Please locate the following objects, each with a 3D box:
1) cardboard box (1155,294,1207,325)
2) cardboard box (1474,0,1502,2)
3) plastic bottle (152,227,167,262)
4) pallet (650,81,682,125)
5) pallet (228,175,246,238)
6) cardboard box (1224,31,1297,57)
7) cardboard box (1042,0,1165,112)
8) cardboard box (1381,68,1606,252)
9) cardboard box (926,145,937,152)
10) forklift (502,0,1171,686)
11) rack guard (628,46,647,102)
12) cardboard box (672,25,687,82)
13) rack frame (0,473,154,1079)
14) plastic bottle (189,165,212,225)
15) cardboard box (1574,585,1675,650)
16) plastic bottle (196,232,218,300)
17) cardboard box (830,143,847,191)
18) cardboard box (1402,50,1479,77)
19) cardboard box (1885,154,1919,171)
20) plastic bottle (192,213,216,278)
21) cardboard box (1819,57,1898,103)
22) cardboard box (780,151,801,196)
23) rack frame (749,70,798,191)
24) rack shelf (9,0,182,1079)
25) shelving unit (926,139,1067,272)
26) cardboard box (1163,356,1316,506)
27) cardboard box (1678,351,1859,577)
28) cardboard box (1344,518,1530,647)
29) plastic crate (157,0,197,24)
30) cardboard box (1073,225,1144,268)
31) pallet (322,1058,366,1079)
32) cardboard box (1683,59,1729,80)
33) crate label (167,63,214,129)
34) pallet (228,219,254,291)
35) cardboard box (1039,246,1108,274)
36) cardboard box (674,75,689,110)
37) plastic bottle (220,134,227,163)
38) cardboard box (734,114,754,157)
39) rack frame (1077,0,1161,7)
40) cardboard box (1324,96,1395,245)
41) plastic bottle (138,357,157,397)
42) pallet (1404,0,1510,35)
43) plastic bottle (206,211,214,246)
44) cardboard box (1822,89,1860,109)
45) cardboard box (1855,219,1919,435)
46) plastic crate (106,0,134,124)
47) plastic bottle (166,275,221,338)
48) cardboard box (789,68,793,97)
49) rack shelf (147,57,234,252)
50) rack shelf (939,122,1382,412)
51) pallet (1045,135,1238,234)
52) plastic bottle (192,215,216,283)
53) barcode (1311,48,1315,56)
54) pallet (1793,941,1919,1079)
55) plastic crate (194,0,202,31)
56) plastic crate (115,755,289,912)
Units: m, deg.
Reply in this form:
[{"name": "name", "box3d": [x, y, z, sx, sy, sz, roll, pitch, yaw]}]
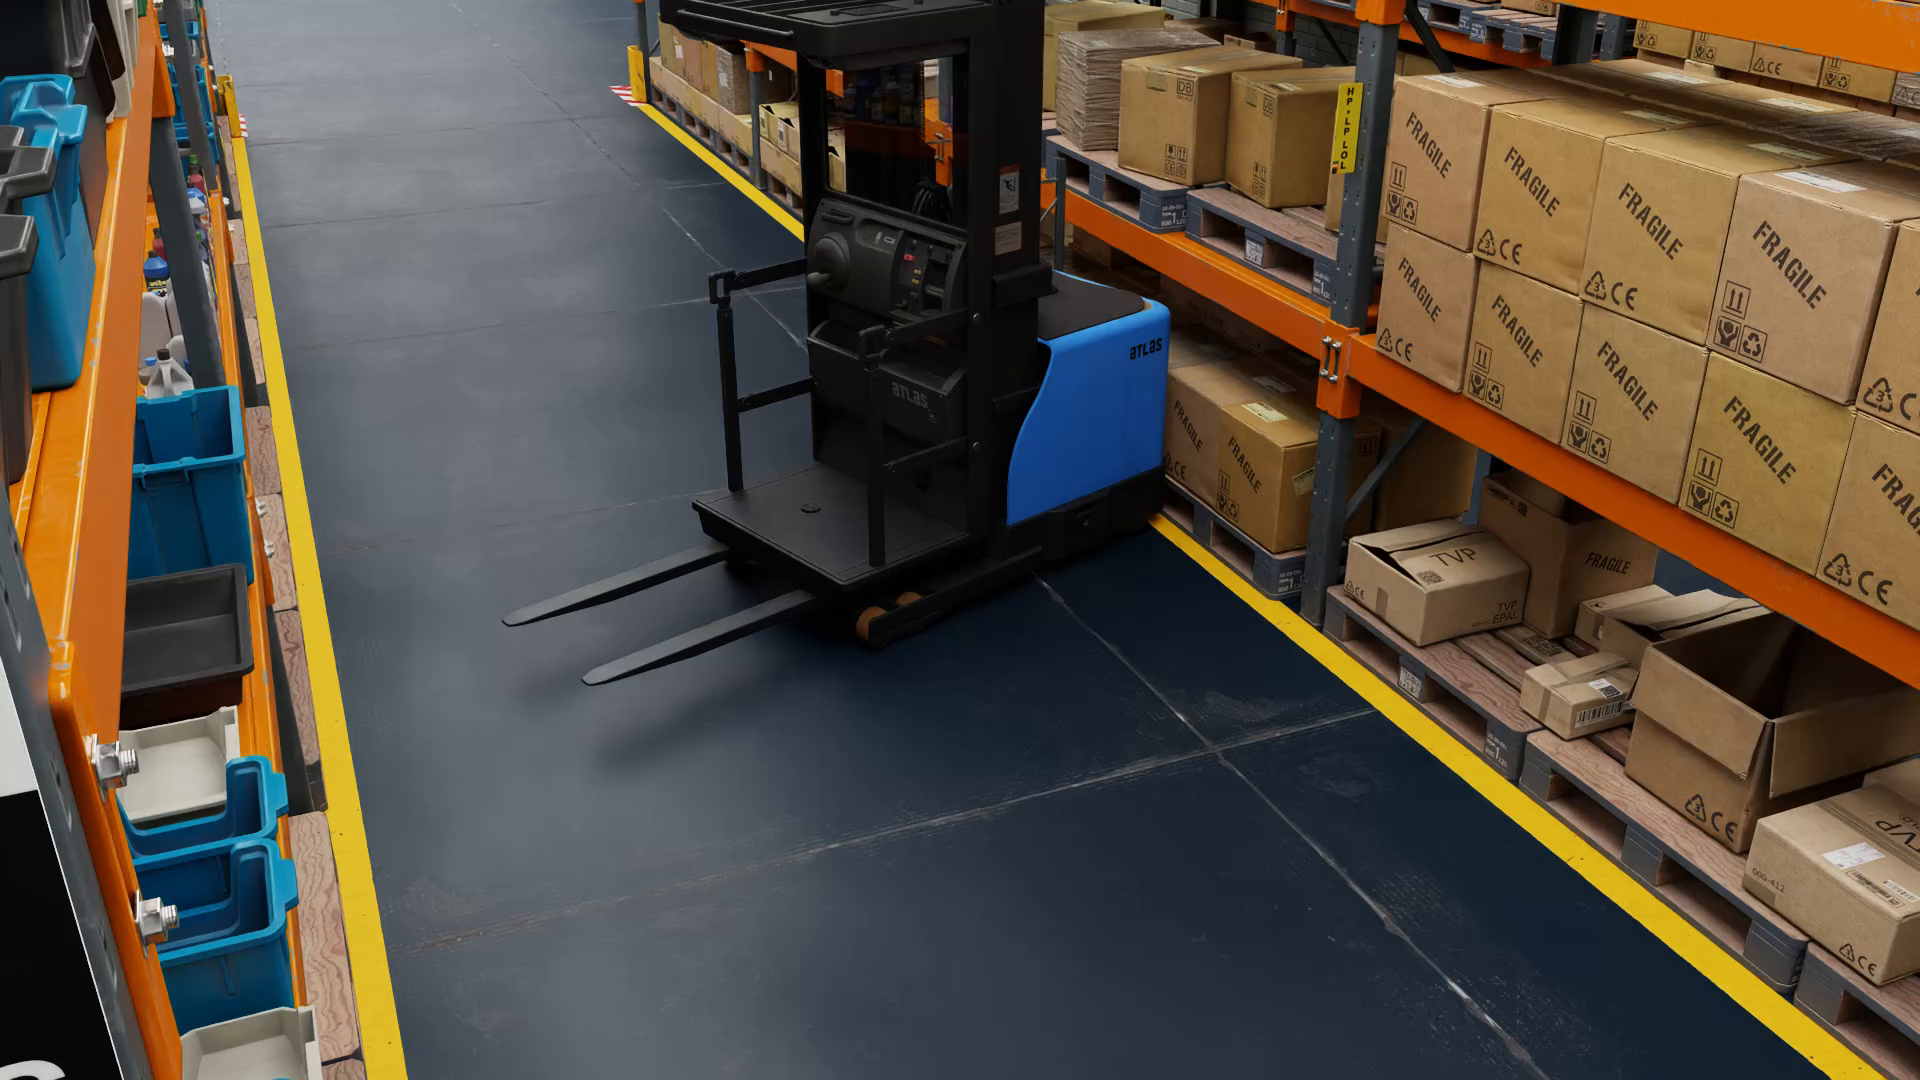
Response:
[{"name": "cardboard box", "box3d": [1.358, -1.017, 8.761, 0.500, 0.500, 0.500, -12, 28, -23]}, {"name": "cardboard box", "box3d": [4.217, -4.482, 12.895, 0.700, 0.500, 0.500, -11, 28, -21]}, {"name": "plastic bottle", "box3d": [-3.259, -1.146, 6.812, 0.061, 0.283, 0.133, -11, 28, -21]}, {"name": "pallet", "box3d": [-2.433, -4.374, 16.468, 1.003, 0.211, 1.213, -11, 28, -21]}, {"name": "pallet", "box3d": [-5.988, -2.490, 12.609, 1.003, 0.211, 1.213, -11, 28, -21]}, {"name": "cardboard box", "box3d": [2.909, -4.653, 16.209, 0.500, 0.500, 0.500, -13, 29, -24]}, {"name": "cardboard box", "box3d": [0.712, -2.698, 9.264, 0.700, 0.500, 0.500, -22, 34, -37]}, {"name": "cardboard box", "box3d": [1.854, -1.340, 5.822, 0.500, 0.500, 0.500, -10, 28, -19]}, {"name": "cardboard box", "box3d": [-0.186, -2.791, 12.063, 0.500, 0.311, 0.500, -11, 28, -21]}, {"name": "forklift", "box3d": [-0.468, -1.133, 6.729, 3.031, 2.935, 1.130, -22, 33, -37]}, {"name": "rack guard", "box3d": [-2.780, -4.815, 17.042, 1.175, 0.500, 0.348, -11, 28, -21]}, {"name": "cardboard box", "box3d": [-2.360, -4.563, 15.477, 0.500, 0.500, 0.500, -11, 28, -21]}, {"name": "rack frame", "box3d": [-1.067, 1.381, 1.504, 0.949, 2.616, 0.053, -11, 28, -21]}, {"name": "plastic bottle", "box3d": [-3.556, -1.614, 7.770, 0.061, 0.283, 0.133, -11, 28, -21]}, {"name": "cardboard box", "box3d": [2.615, 0.321, 6.421, 0.380, 0.149, 0.250, -11, 28, -21]}, {"name": "plastic bottle", "box3d": [-3.074, -1.117, 6.752, 0.061, 0.283, 0.133, -11, 28, -21]}, {"name": "cardboard box", "box3d": [-0.669, -2.689, 11.855, 0.500, 0.311, 0.500, -10, 28, -19]}, {"name": "cardboard box", "box3d": [4.039, -3.897, 13.806, 0.500, 0.250, 0.500, -11, 28, -22]}, {"name": "cardboard box", "box3d": [2.961, -0.806, 4.728, 0.500, 0.500, 0.500, -11, 28, -21]}, {"name": "plastic bottle", "box3d": [-3.199, -1.246, 7.016, 0.061, 0.283, 0.133, -11, 28, -21]}, {"name": "cardboard box", "box3d": [5.474, -2.877, 9.748, 0.500, 0.500, 0.500, -10, 28, -19]}, {"name": "cardboard box", "box3d": [-1.075, -2.855, 12.834, 0.500, 0.250, 0.500, -10, 28, -19]}, {"name": "rack frame", "box3d": [-1.204, -4.314, 13.167, 1.000, 3.000, 0.127, -11, 28, -21]}, {"name": "rack shelf", "box3d": [-1.847, -0.452, 2.658, 1.077, 0.370, 4.000, -11, 28, -21]}, {"name": "shelving unit", "box3d": [0.091, -1.360, 8.826, 0.587, 1.500, 1.083, -11, 28, -21]}, {"name": "cardboard box", "box3d": [1.286, -0.510, 7.723, 0.500, 0.500, 0.500, -10, 28, -20]}, {"name": "cardboard box", "box3d": [2.475, -0.263, 4.756, 0.500, 0.500, 0.500, -11, 28, -21]}, {"name": "cardboard box", "box3d": [1.894, 0.133, 6.622, 0.500, 0.311, 0.500, -11, 28, -21]}, {"name": "plastic crate", "box3d": [-5.292, -3.350, 11.120, 0.402, 0.464, 0.583, -11, 28, -21]}, {"name": "cardboard box", "box3d": [0.970, -1.751, 9.411, 0.500, 0.250, 0.500, -9, 28, -19]}, {"name": "pallet", "box3d": [-1.825, 1.802, 3.819, 1.003, 0.211, 1.213, -11, 28, -21]}, {"name": "cardboard box", "box3d": [4.951, -3.050, 10.842, 0.380, 0.149, 0.250, -10, 28, -19]}, {"name": "crate label", "box3d": [-4.337, -2.313, 9.028, 0.502, 0.435, 0.616, -11, 28, -21]}, {"name": "pallet", "box3d": [-5.420, -1.901, 11.403, 1.003, 0.211, 1.213, -11, 28, -21]}, {"name": "cardboard box", "box3d": [0.488, -1.330, 9.404, 0.500, 0.500, 0.500, -12, 28, -22]}, {"name": "cardboard box", "box3d": [-2.371, -4.224, 15.638, 0.500, 0.250, 0.500, -11, 28, -21]}, {"name": "plastic bottle", "box3d": [-6.011, -3.192, 13.386, 0.144, 0.351, 0.185, -9, 28, -18]}, {"name": "cardboard box", "box3d": [-1.587, -3.417, 13.984, 0.500, 0.250, 0.500, -11, 28, -21]}, {"name": "rack frame", "box3d": [1.786, -6.781, 18.221, 1.000, 3.000, 0.127, -11, 28, -21]}, {"name": "cardboard box", "box3d": [1.949, -1.548, 6.908, 0.700, 0.500, 0.500, -22, 34, -37]}, {"name": "plastic bottle", "box3d": [-2.712, -0.517, 5.616, 0.097, 0.201, 0.097, 0, 26, 0]}, {"name": "pallet", "box3d": [4.106, -4.258, 13.270, 1.003, 0.211, 1.213, -11, 28, -21]}, {"name": "plastic bottle", "box3d": [-3.413, -1.410, 7.445, 0.097, 0.201, 0.097, 0, 26, 0]}, {"name": "cardboard box", "box3d": [5.445, -2.658, 10.038, 0.380, 0.149, 0.250, -10, 28, -20]}, {"name": "cardboard box", "box3d": [2.662, -0.509, 4.119, 0.500, 0.500, 0.500, -10, 28, -19]}, {"name": "plastic crate", "box3d": [-1.648, -0.862, 2.814, 0.437, 0.282, 0.530, -11, 28, -21]}, {"name": "plastic bottle", "box3d": [-2.915, -0.899, 6.313, 0.152, 0.276, 0.135, -11, 28, -21]}, {"name": "cardboard box", "box3d": [-1.301, -4.046, 14.418, 0.500, 0.500, 0.500, -11, 28, -21]}, {"name": "rack shelf", "box3d": [-4.980, -2.334, 9.931, 1.077, 0.370, 4.000, -11, 28, -21]}, {"name": "rack shelf", "box3d": [1.145, -1.569, 8.364, 1.077, 0.370, 4.000, -11, 28, -21]}, {"name": "pallet", "box3d": [1.128, -1.829, 8.295, 1.003, 0.211, 1.213, -11, 28, -21]}, {"name": "plastic bottle", "box3d": [-3.175, -1.205, 6.855, 0.144, 0.351, 0.185, -11, 28, -21]}, {"name": "barcode", "box3d": [3.361, -4.644, 15.826, 0.001, 0.075, 0.075, -11, 28, -21]}, {"name": "pallet", "box3d": [3.152, 1.431, 4.578, 1.003, 0.211, 1.213, -11, 28, -21]}, {"name": "plastic crate", "box3d": [-6.035, -3.966, 12.695, 0.450, 0.188, 0.662, -11, 28, -21]}, {"name": "plastic crate", "box3d": [-1.491, 0.619, 3.185, 0.416, 0.233, 0.300, -11, 28, -21]}]
